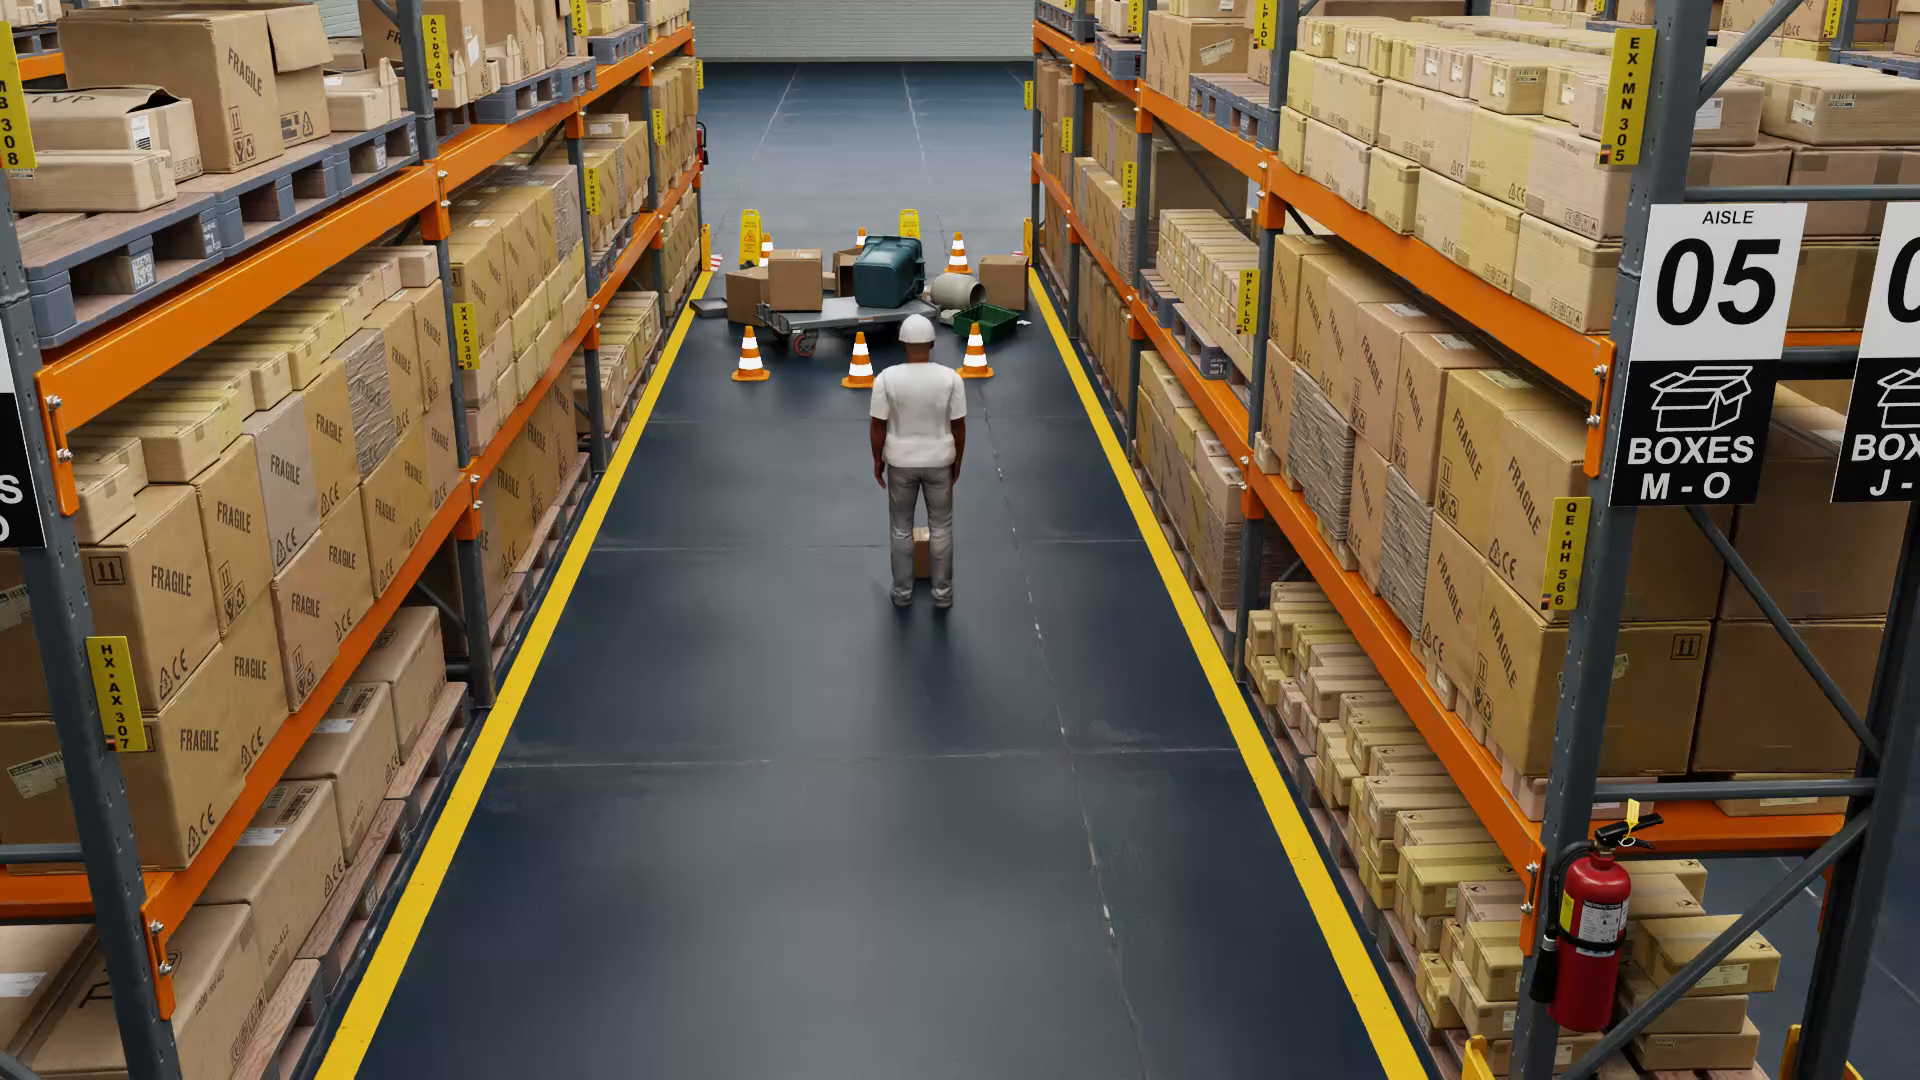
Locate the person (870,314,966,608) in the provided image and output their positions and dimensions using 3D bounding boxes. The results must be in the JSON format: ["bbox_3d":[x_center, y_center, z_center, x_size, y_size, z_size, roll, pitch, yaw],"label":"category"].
[{"bbox_3d":[-0.245,-0.461,9.800,0.563,1.762,0.360,-1,20,-2],"label":"person"}]
